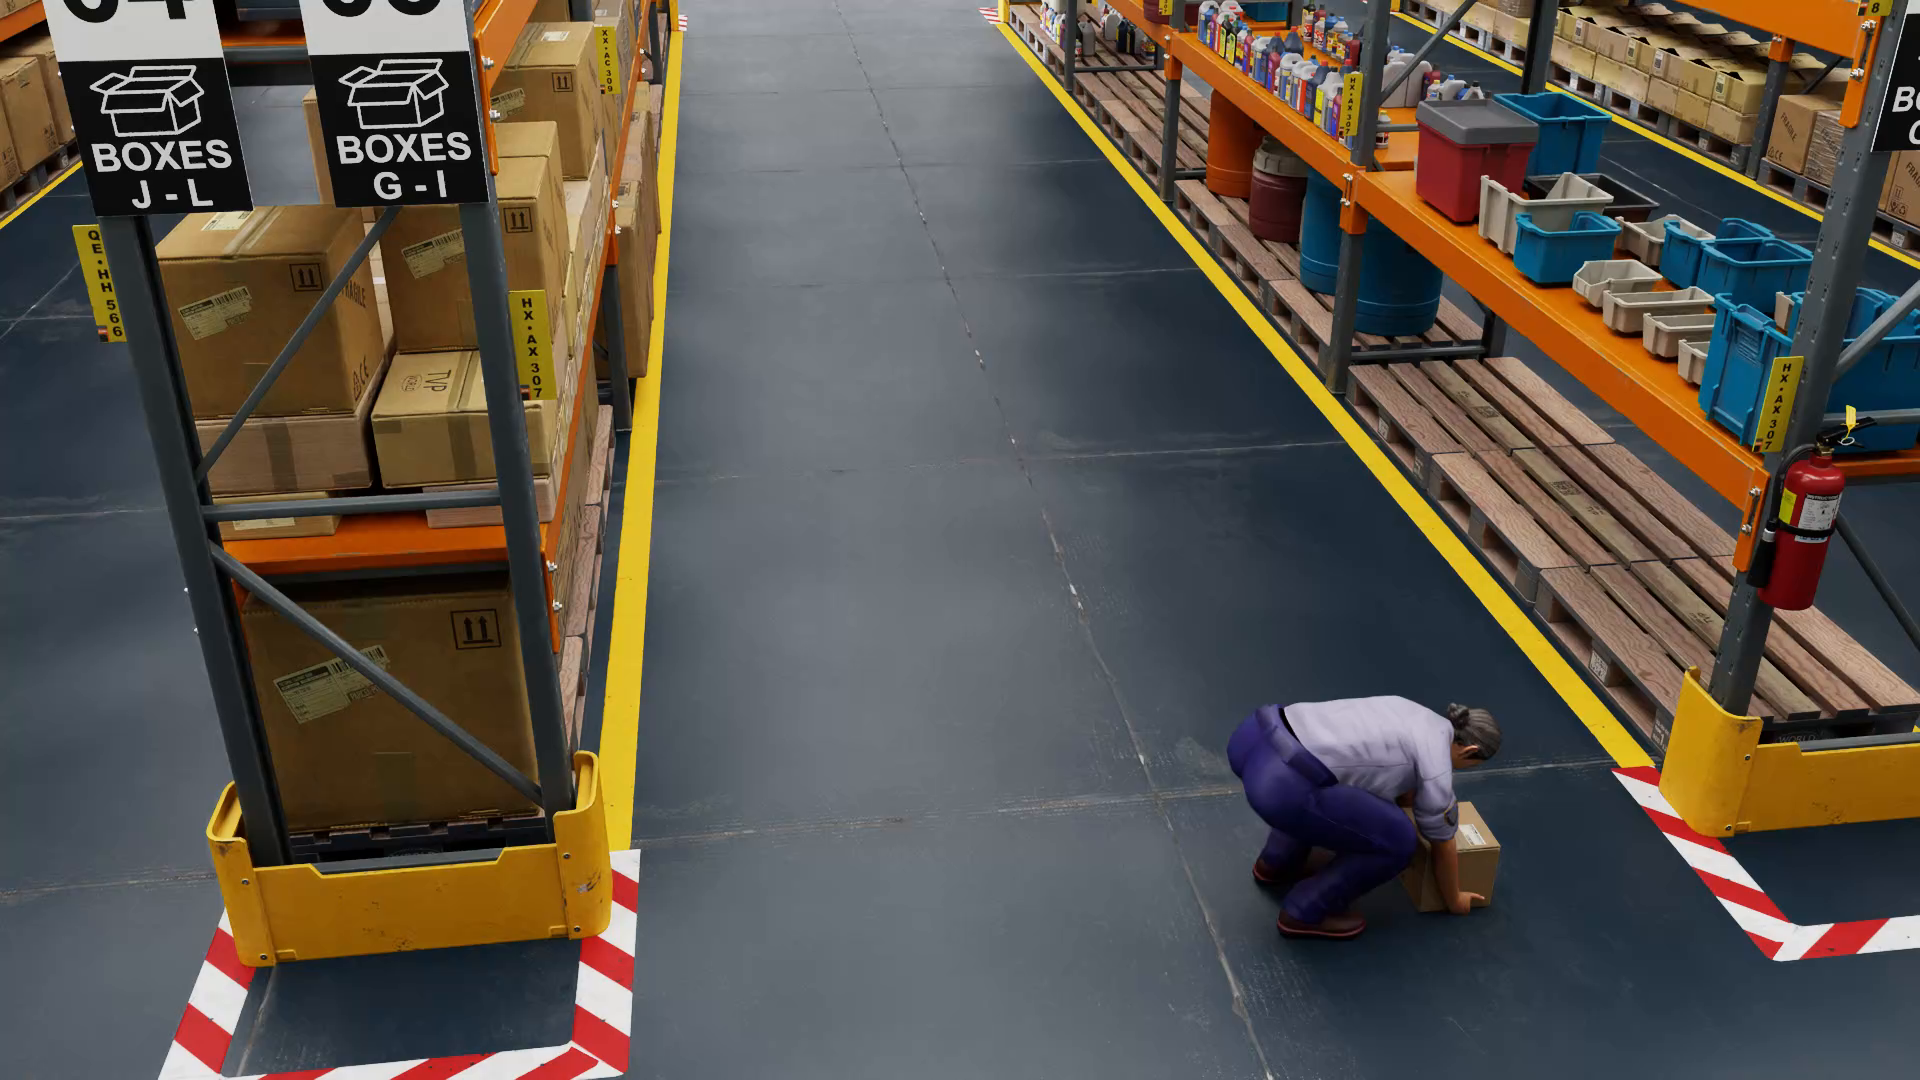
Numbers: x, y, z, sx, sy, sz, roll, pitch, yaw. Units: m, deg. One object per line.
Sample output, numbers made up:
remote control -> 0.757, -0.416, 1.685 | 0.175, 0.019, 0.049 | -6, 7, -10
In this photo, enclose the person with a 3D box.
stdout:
person -> 1.315, 0.870, 5.436 | 0.905, 0.773, 0.519 | -5, 28, -9
